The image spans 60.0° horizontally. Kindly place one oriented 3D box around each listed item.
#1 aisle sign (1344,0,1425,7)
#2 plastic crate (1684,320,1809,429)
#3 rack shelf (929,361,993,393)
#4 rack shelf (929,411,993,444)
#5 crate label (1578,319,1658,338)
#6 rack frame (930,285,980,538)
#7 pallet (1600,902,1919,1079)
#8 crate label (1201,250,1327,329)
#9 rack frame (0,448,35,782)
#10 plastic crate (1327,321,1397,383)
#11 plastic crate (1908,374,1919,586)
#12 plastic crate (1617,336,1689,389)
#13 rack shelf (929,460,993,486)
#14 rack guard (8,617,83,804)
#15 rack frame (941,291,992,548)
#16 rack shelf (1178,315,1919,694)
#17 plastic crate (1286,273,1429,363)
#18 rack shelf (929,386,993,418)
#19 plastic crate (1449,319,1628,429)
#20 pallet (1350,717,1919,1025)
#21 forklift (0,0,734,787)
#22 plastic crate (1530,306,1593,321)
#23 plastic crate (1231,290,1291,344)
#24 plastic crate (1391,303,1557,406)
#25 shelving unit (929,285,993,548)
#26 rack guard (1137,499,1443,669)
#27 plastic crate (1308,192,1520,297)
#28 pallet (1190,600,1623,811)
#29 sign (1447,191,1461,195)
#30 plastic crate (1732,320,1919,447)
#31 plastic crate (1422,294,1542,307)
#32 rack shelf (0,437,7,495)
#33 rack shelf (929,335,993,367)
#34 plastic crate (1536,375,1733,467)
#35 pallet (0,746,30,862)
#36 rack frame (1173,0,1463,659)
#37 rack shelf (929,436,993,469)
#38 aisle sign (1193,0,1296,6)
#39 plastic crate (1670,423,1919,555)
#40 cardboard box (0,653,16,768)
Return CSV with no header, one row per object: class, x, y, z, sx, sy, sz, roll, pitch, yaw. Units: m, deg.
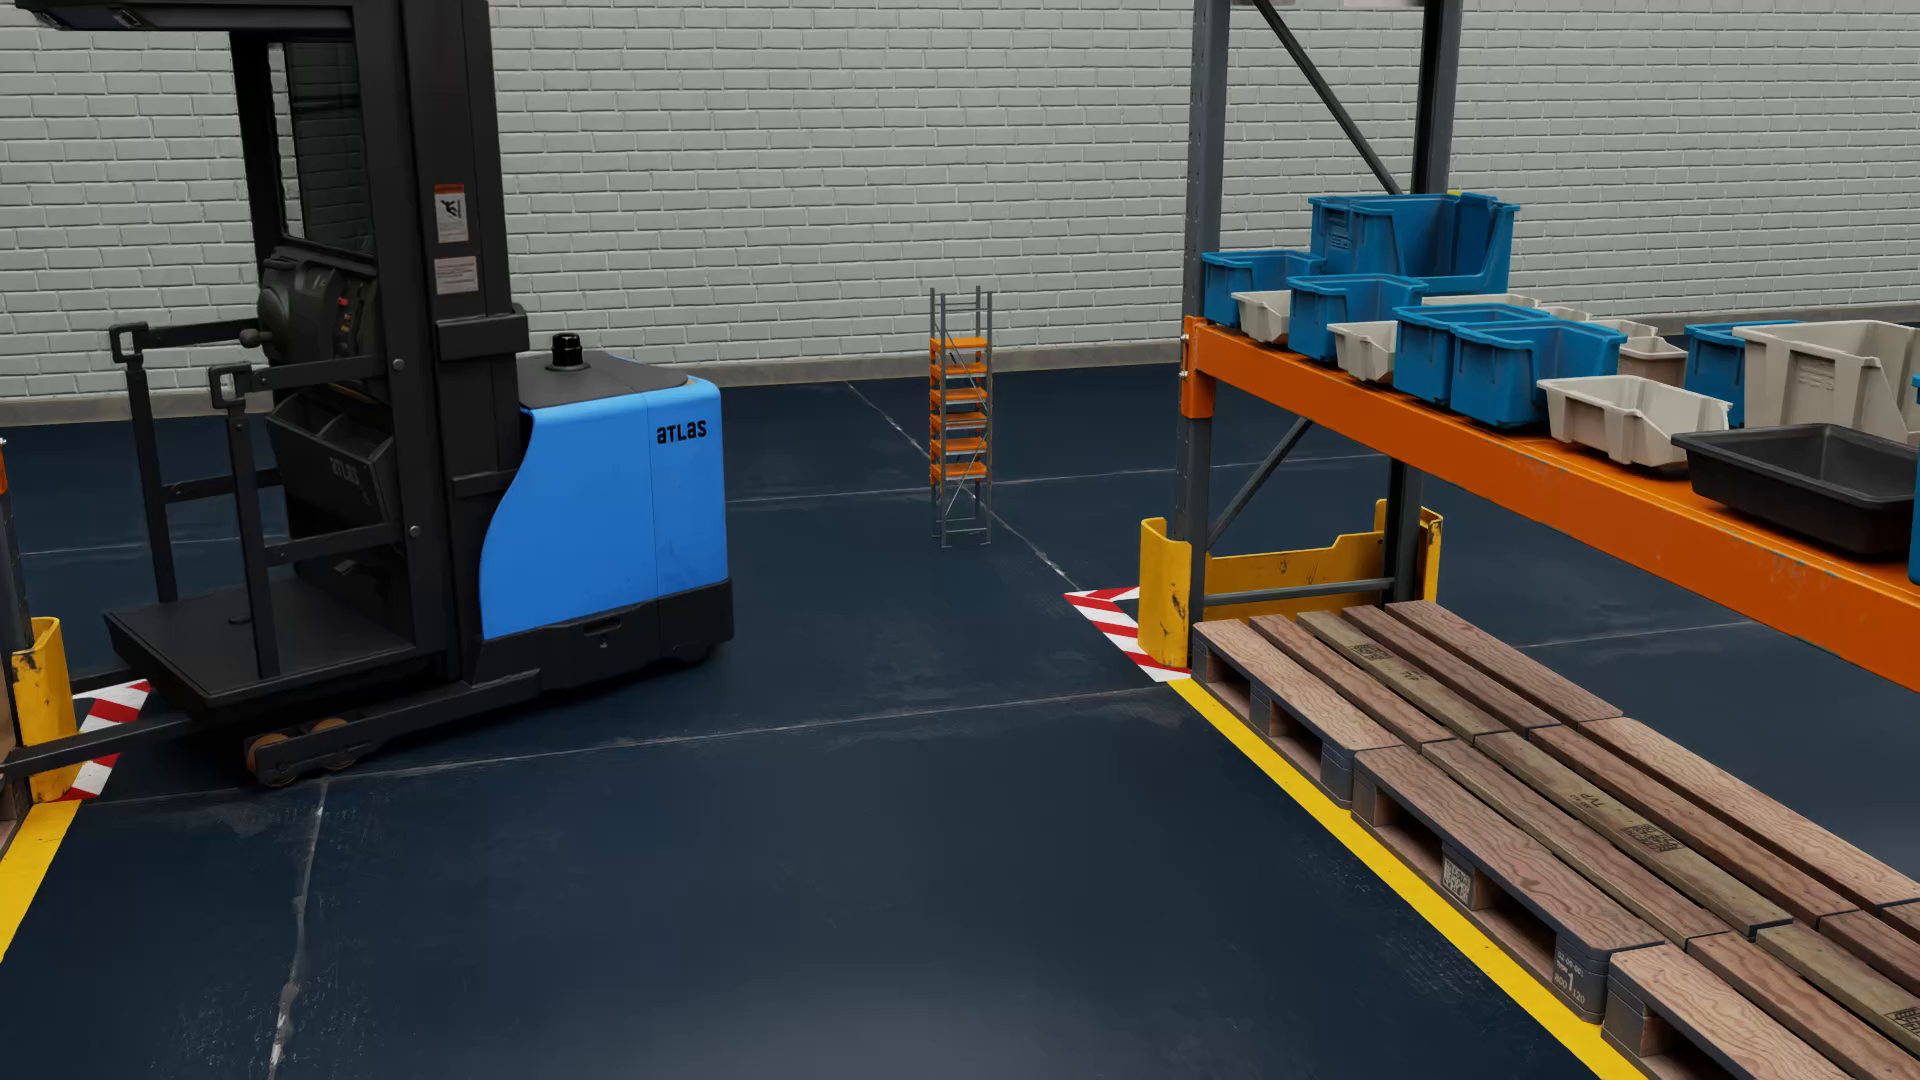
aisle sign,1.577,-2.319,5.940,0.394,0.787,0.004,-5,17,-15
plastic crate,2.126,-0.432,4.363,0.416,0.233,0.300,-5,17,-15
rack shelf,0.004,-0.758,7.710,0.258,0.103,0.180,-5,17,-15
rack shelf,0.004,-0.528,7.779,0.258,0.103,0.180,-5,17,-15
crate label,1.879,-0.566,4.976,0.396,0.136,0.243,-5,17,-15
rack frame,-0.021,-0.596,7.850,0.240,1.200,0.006,-5,17,-15
pallet,2.175,1.210,3.555,1.003,0.211,1.213,-5,17,-15
crate label,1.067,-0.885,5.872,0.416,0.233,0.303,-5,17,-15
rack frame,-3.448,-0.641,4.871,1.000,3.000,0.127,-5,17,-15
plastic crate,1.262,-0.556,4.944,0.250,0.136,0.298,-5,17,-15
plastic crate,1.958,-0.048,2.821,0.392,0.384,0.575,-5,17,-15
plastic crate,1.978,-0.486,4.708,0.298,0.136,0.250,-5,17,-15
rack shelf,0.004,-0.298,7.848,0.258,0.103,0.180,-5,17,-15
rack guard,-3.428,0.578,5.160,1.175,0.500,0.348,-5,17,-15
rack frame,0.029,-0.545,7.682,0.240,1.200,0.006,-5,17,-15
rack shelf,1.865,-0.133,4.433,1.077,0.370,4.000,-5,17,-15
plastic crate,1.247,-0.703,5.266,0.416,0.233,0.300,-5,17,-15
rack shelf,0.004,-0.643,7.744,0.258,0.103,0.180,-5,17,-15
plastic crate,1.511,-0.438,4.383,0.416,0.233,0.300,-5,17,-15
pallet,1.836,0.872,4.681,1.003,0.211,1.213,-5,17,-15
forklift,-2.314,-0.783,5.464,3.031,2.935,1.130,-14,22,-40
plastic crate,1.779,-0.641,5.226,0.396,0.136,0.243,-5,17,-15
plastic crate,1.075,-0.744,5.569,0.250,0.136,0.298,-5,17,-15
plastic crate,1.428,-0.521,4.660,0.416,0.233,0.300,-5,17,-15
shelving unit,0.004,-0.571,7.766,0.258,1.200,0.189,-5,17,-15
rack guard,1.296,0.160,6.549,1.175,0.500,0.348,-5,17,-15
plastic crate,1.587,-0.999,5.898,0.616,0.435,0.499,-5,17,-15
pallet,1.505,0.536,5.802,1.003,0.211,1.213,-5,17,-15
sign,1.840,-1.157,6.307,0.100,0.325,0.005,-5,17,-15
plastic crate,2.172,-0.334,3.950,0.437,0.282,0.530,-5,17,-15
plastic crate,1.713,-0.722,5.497,0.396,0.136,0.243,-5,17,-15
rack shelf,-2.899,0.257,3.132,1.077,0.370,4.000,-5,17,-15
rack shelf,0.004,-0.873,7.675,0.258,0.103,0.180,-5,17,-15
plastic crate,1.647,-0.285,4.041,0.293,0.136,0.466,-5,17,-15
pallet,-3.208,0.937,4.468,1.003,0.211,1.213,-5,17,-15
rack frame,1.315,-1.031,6.171,1.000,3.000,0.127,-5,17,-15
rack shelf,0.004,-0.413,7.813,0.258,0.103,0.180,-5,17,-15
aisle sign,1.010,-2.273,5.785,0.394,0.787,0.004,-5,17,-15
plastic crate,1.849,-0.110,3.478,0.437,0.125,0.590,-5,17,-15
cardboard box,-3.062,0.477,4.731,0.500,0.500,0.500,-5,17,-15
